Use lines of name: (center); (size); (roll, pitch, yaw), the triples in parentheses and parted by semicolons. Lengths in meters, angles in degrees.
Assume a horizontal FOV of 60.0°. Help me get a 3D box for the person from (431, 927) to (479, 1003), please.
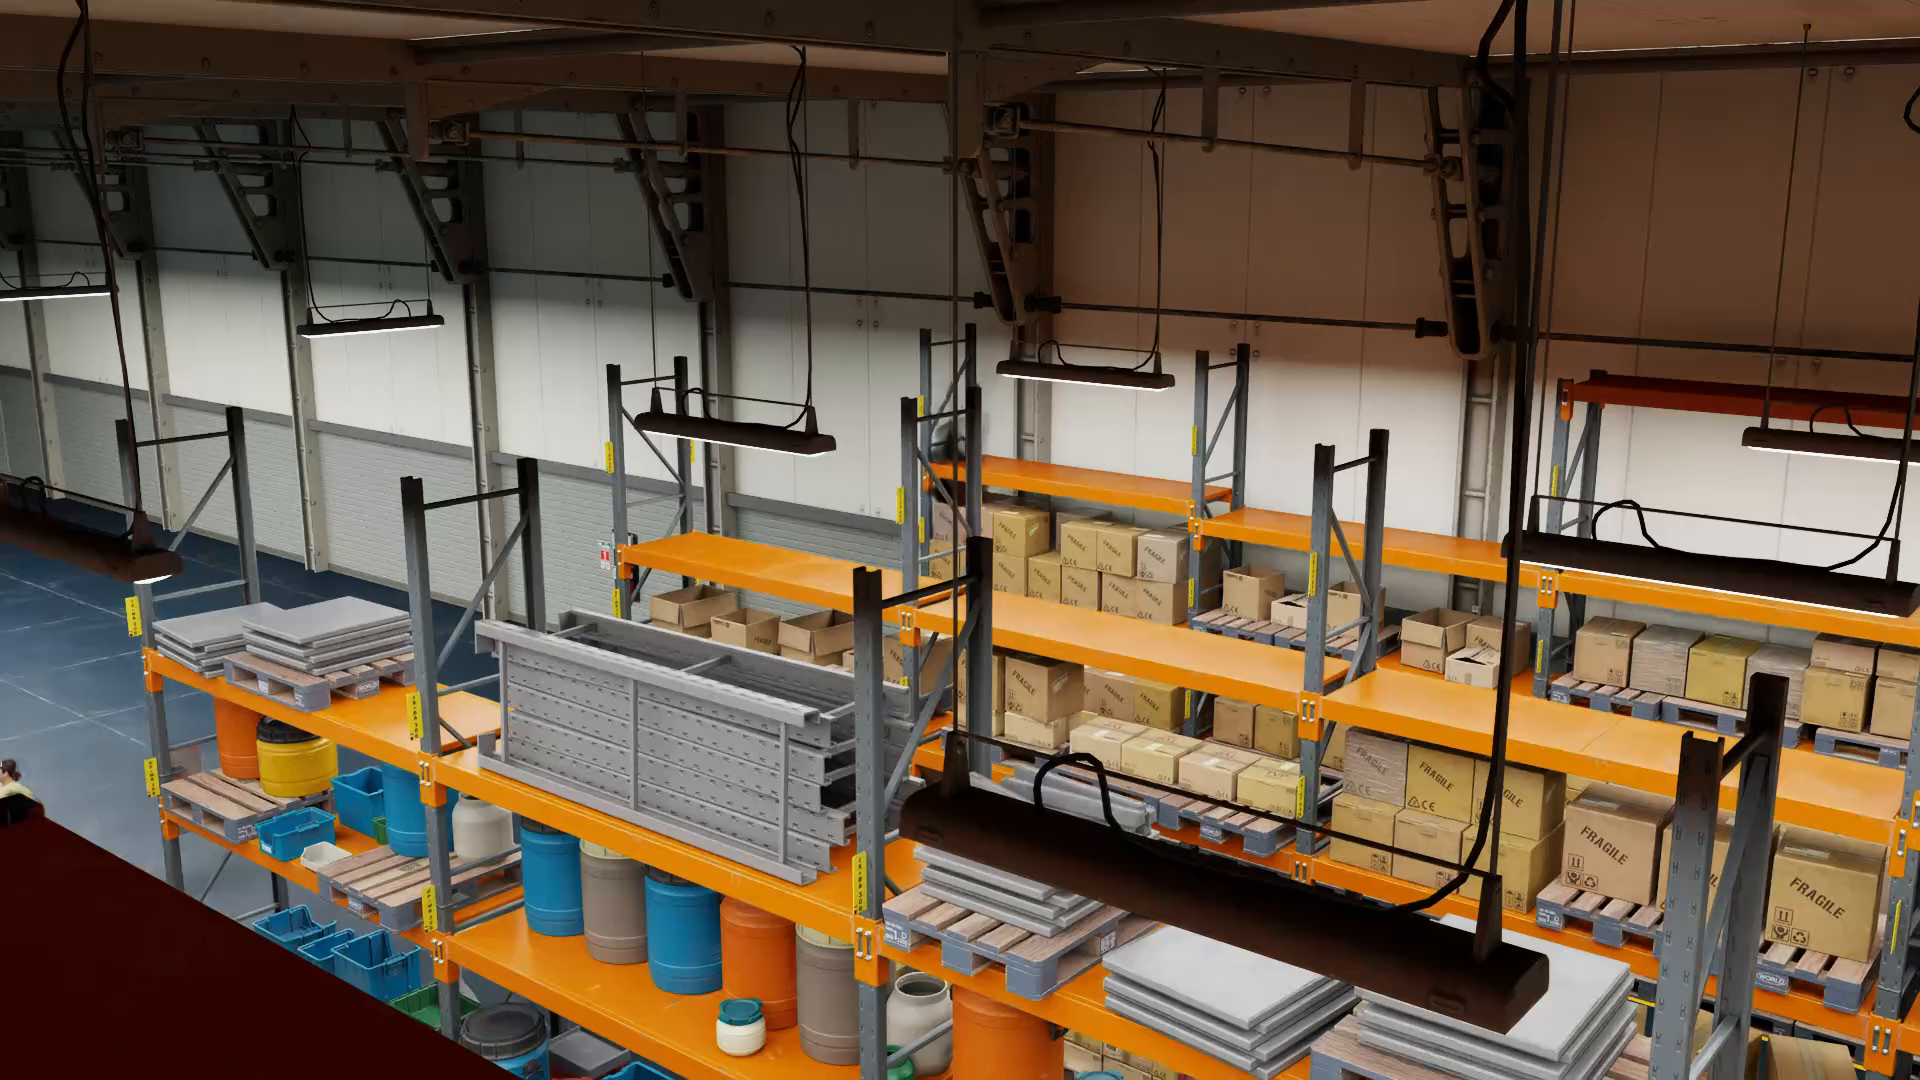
person: (-4.785, 3.832, 15.582); (0.704, 1.718, 0.593); (6, 14, 23)

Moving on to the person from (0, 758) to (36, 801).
person: (-10.392, 3.201, 18.210); (0.831, 1.701, 0.570); (-9, 15, -35)
